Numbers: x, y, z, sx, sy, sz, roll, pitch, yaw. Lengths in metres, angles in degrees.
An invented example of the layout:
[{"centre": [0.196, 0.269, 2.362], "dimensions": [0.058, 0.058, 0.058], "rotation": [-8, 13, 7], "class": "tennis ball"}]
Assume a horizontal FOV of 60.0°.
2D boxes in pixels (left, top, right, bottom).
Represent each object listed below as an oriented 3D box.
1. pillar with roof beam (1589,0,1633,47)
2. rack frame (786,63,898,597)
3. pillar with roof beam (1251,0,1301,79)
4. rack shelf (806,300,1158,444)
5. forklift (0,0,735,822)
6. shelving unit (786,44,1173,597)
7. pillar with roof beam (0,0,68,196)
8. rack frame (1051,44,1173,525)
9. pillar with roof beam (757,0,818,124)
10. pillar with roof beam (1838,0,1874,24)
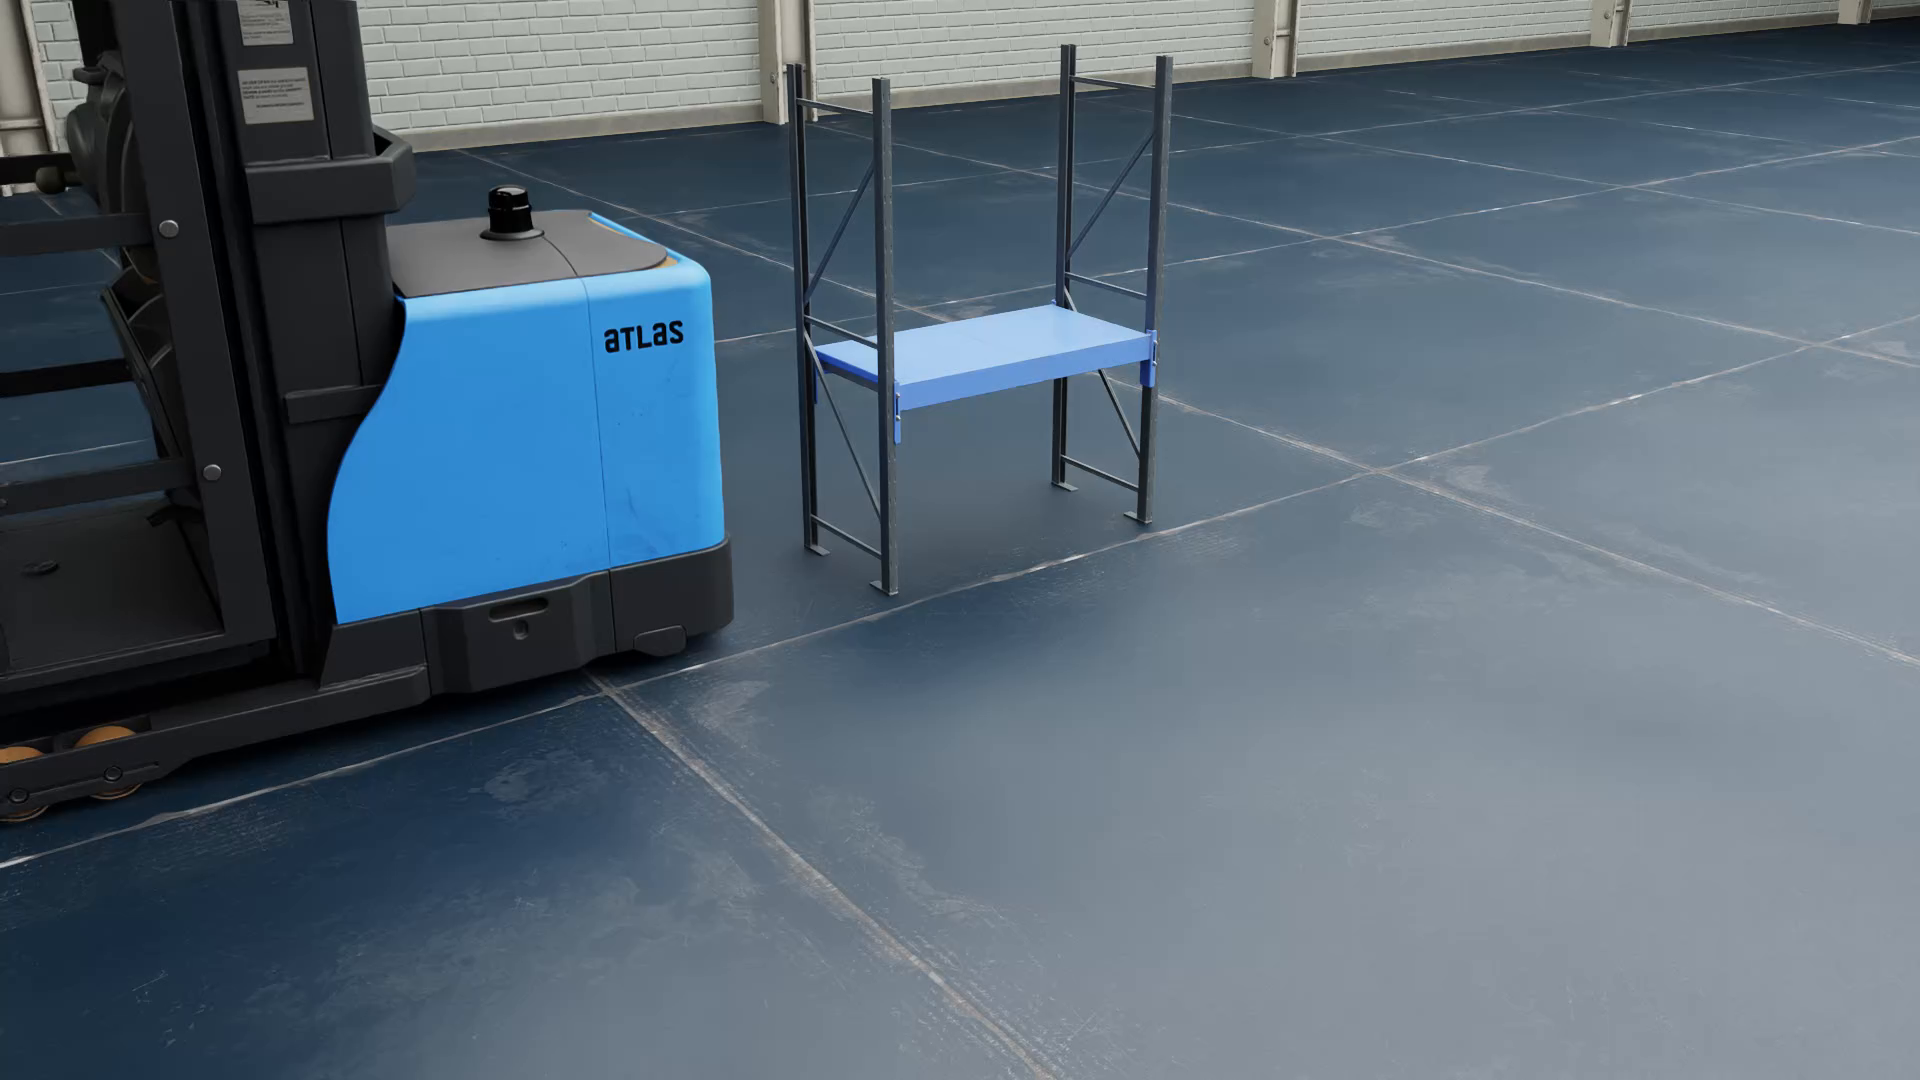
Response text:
[{"centre": [10.756, -9.181, 16.263], "dimensions": [0.400, 9.000, 9.100], "rotation": [-15, 26, -33], "class": "pillar with roof beam"}, {"centre": [-0.343, -0.605, 4.889], "dimensions": [0.032, 1.500, 0.500], "rotation": [-15, 26, -33], "class": "rack frame"}, {"centre": [5.886, -7.882, 13.008], "dimensions": [0.400, 9.000, 9.100], "rotation": [-15, 26, -33], "class": "pillar with roof beam"}, {"centre": [0.069, -0.548, 5.231], "dimensions": [1.000, 0.185, 0.538], "rotation": [-15, 26, -33], "class": "rack shelf"}, {"centre": [-2.162, -0.943, 3.804], "dimensions": [3.031, 2.935, 1.130], "rotation": [-12, 25, -28], "class": "forklift"}, {"centre": [0.069, -0.715, 5.165], "dimensions": [1.048, 1.500, 0.538], "rotation": [-15, 26, -33], "class": "shelving unit"}, {"centre": [-3.855, -5.285, 6.499], "dimensions": [0.400, 9.000, 9.100], "rotation": [-15, 26, -33], "class": "pillar with roof beam"}, {"centre": [0.482, -0.825, 5.440], "dimensions": [0.032, 1.500, 0.500], "rotation": [-15, 26, -33], "class": "rack frame"}, {"centre": [1.015, -6.584, 9.754], "dimensions": [0.400, 9.000, 9.100], "rotation": [-15, 26, -33], "class": "pillar with roof beam"}, {"centre": [15.627, -10.480, 19.517], "dimensions": [0.400, 9.000, 9.100], "rotation": [-15, 26, -33], "class": "pillar with roof beam"}]
